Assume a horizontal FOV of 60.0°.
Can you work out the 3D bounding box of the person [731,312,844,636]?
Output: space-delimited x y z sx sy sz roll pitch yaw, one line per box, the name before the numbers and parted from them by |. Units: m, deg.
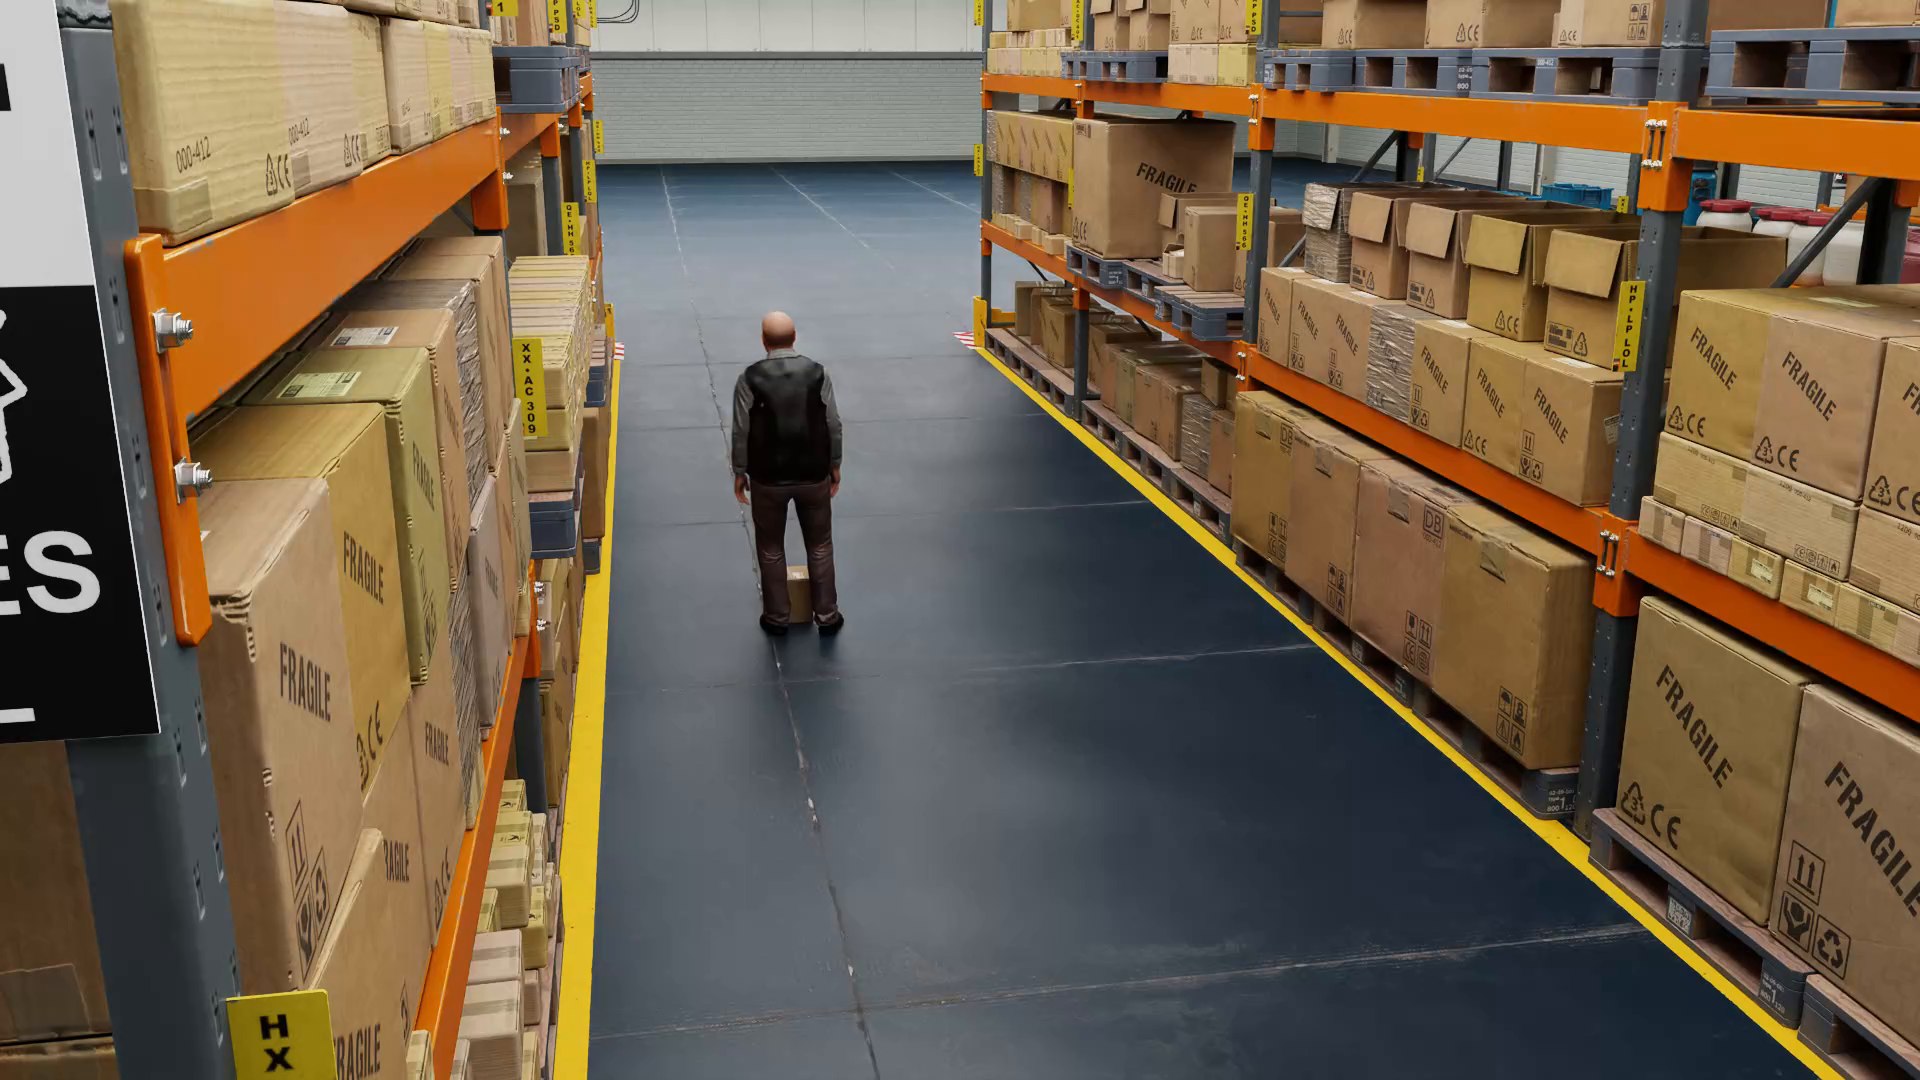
person | -0.902 -0.333 8.722 0.592 1.720 0.474 -4 17 -14
